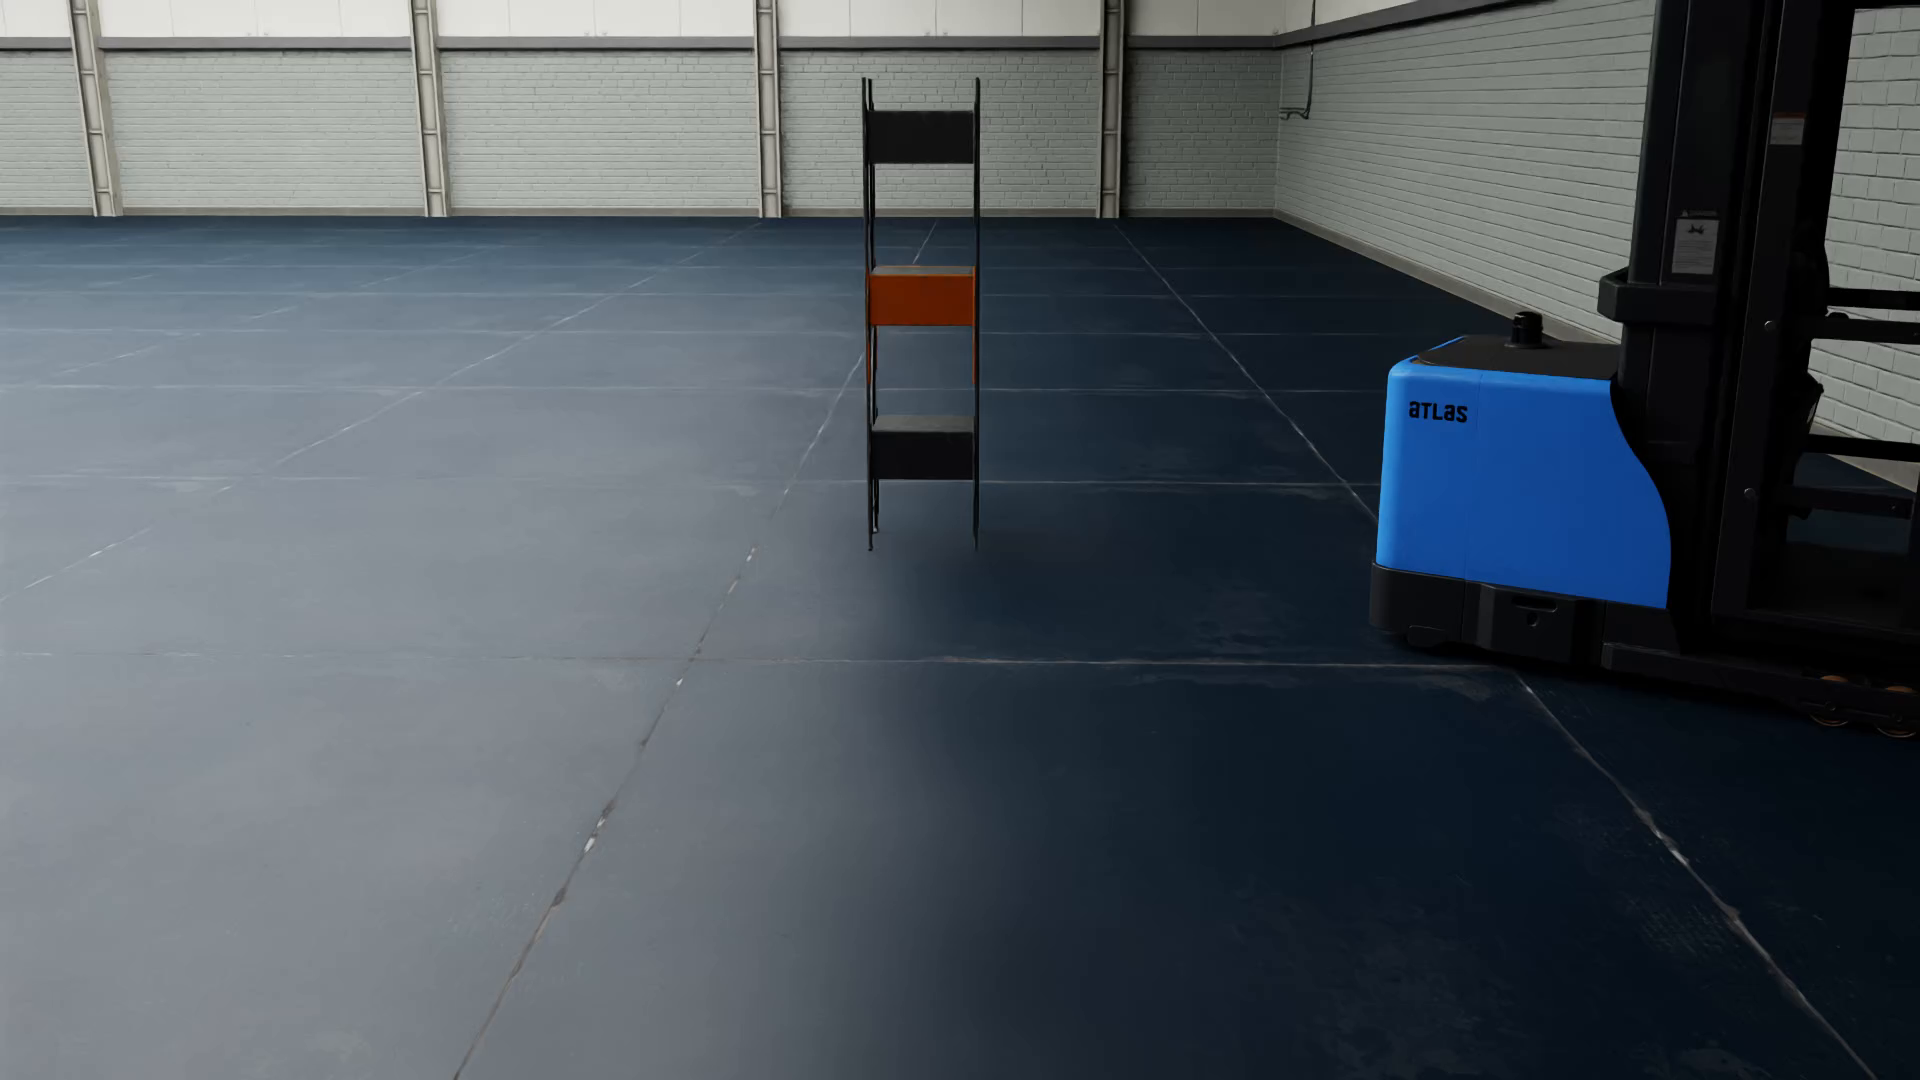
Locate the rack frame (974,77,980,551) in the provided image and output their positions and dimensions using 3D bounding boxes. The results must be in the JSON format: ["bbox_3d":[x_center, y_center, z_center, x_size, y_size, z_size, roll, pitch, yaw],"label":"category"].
[{"bbox_3d":[0.078,-1.015,7.570,0.015,2.100,0.400,0,15,1],"label":"rack frame"}]

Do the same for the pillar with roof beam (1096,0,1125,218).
[{"bbox_3d":[2.517,-8.992,24.283,0.400,9.000,9.100,0,15,1],"label":"pillar with roof beam"}]

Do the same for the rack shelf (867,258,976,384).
[{"bbox_3d":[-0.165,-1.003,7.580,0.480,0.518,0.431,0,15,1],"label":"rack shelf"}]

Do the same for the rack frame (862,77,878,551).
[{"bbox_3d":[-0.409,-1.018,7.582,0.015,2.100,0.400,0,15,1],"label":"rack frame"}]

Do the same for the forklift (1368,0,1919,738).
[{"bbox_3d":[3.083,-0.928,5.612,3.031,2.935,1.130,9,17,31],"label":"forklift"}]

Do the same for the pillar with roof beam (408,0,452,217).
[{"bbox_3d":[-9.479,-9.070,24.580,0.400,9.000,9.100,0,15,1],"label":"pillar with roof beam"}]

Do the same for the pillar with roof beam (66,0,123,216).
[{"bbox_3d":[-15.477,-9.110,24.728,0.400,9.000,9.100,0,15,1],"label":"pillar with roof beam"}]

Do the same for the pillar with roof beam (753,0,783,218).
[{"bbox_3d":[-3.481,-9.031,24.432,0.400,9.000,9.100,0,15,1],"label":"pillar with roof beam"}]

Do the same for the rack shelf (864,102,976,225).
[{"bbox_3d":[-0.165,-1.680,7.401,0.480,0.518,0.431,0,15,1],"label":"rack shelf"}]

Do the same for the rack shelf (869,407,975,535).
[{"bbox_3d":[-0.165,-0.326,7.758,0.480,0.518,0.431,0,15,1],"label":"rack shelf"}]

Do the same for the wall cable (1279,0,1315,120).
[{"bbox_3d":[5.538,-8.232,27.490,0.112,2.526,3.097,0,15,1],"label":"wall cable"}]

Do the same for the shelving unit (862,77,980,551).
[{"bbox_3d":[-0.165,-1.016,7.576,0.503,2.100,0.431,0,15,1],"label":"shelving unit"}]
